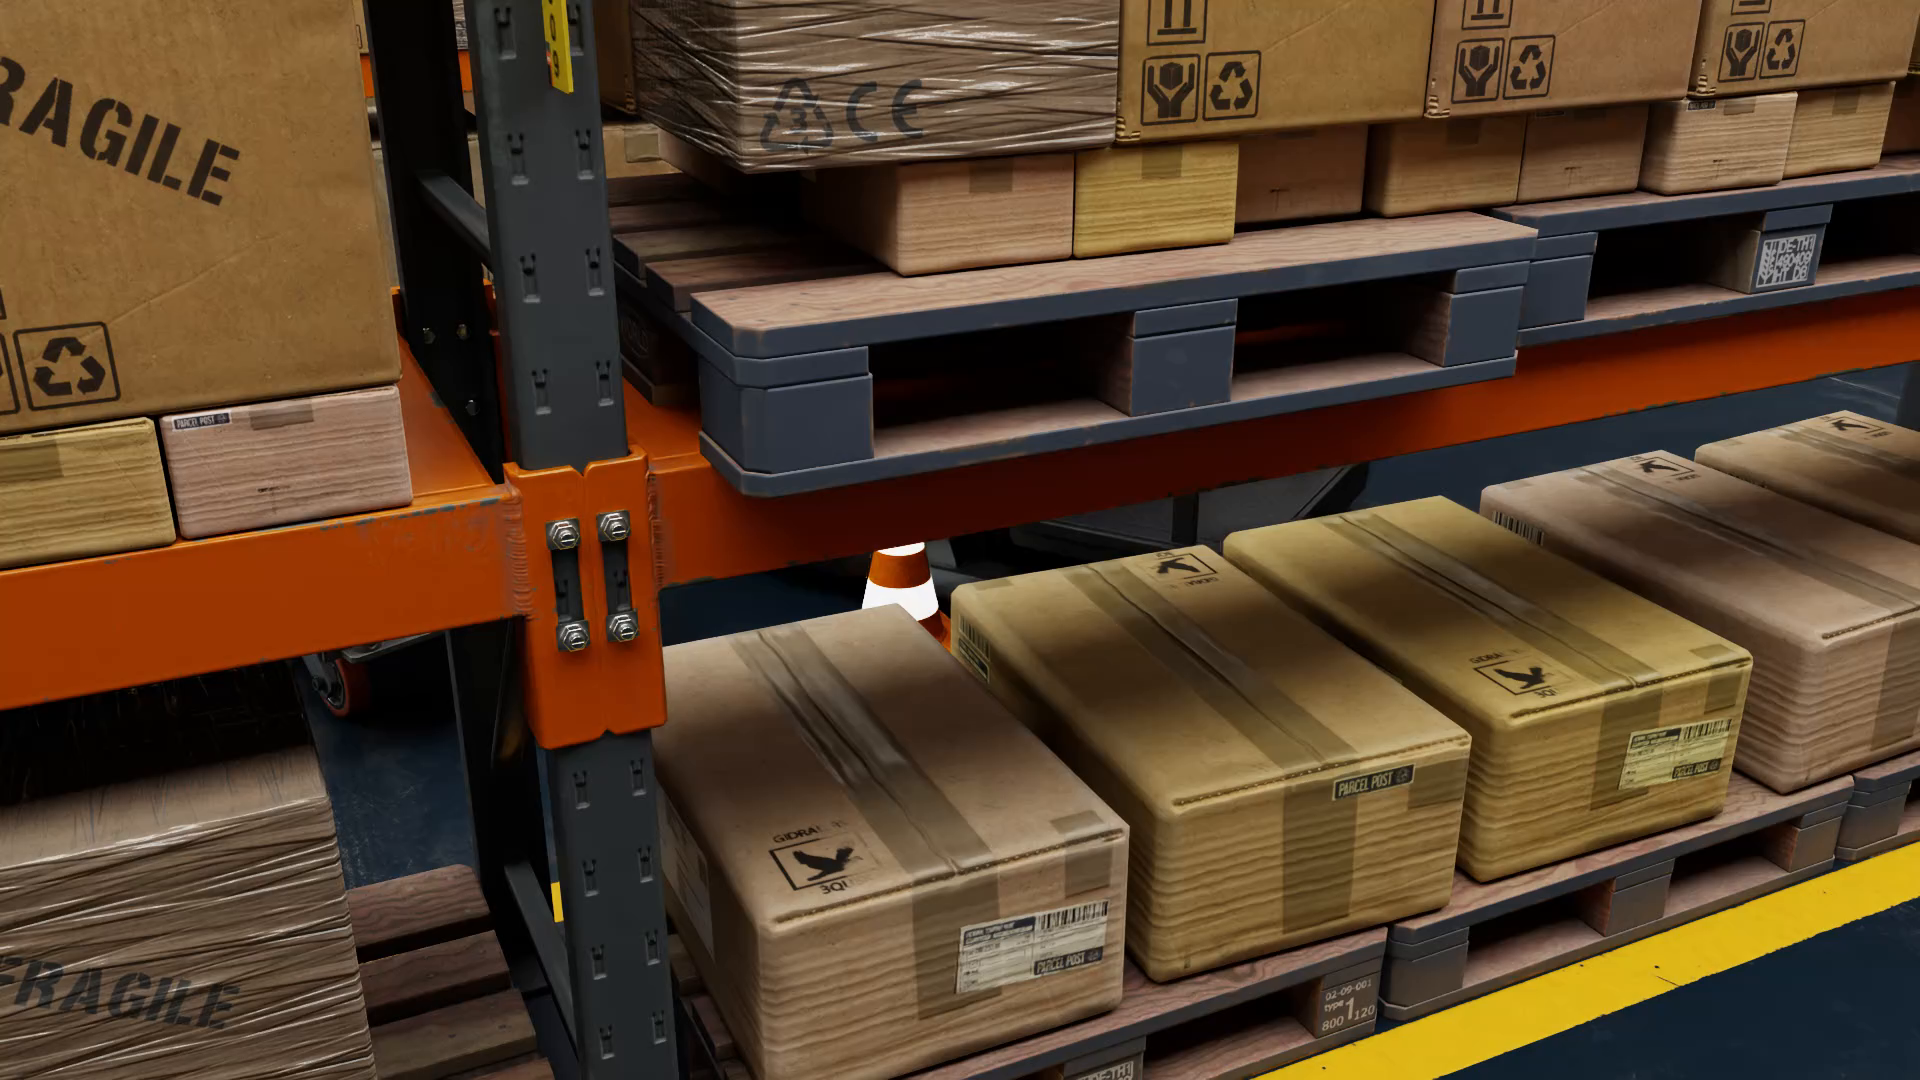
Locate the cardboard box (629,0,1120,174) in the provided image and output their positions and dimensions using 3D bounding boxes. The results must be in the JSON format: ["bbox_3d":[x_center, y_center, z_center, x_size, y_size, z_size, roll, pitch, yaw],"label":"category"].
[{"bbox_3d":[-0.129,-0.782,2.150,0.500,0.500,0.500,-10,24,-22],"label":"cardboard box"}]

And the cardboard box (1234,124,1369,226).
[{"bbox_3d":[0.410,-0.598,2.553,0.250,0.149,0.380,-9,24,-20],"label":"cardboard box"}]

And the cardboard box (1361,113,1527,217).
[{"bbox_3d":[0.660,-0.627,2.621,0.250,0.149,0.380,-10,25,-23],"label":"cardboard box"}]

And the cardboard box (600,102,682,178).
[{"bbox_3d":[-1.522,-1.562,7.494,0.750,0.750,1.050,-10,25,-24],"label":"cardboard box"}]

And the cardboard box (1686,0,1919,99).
[{"bbox_3d":[1.232,-1.032,2.752,0.500,0.500,0.500,-12,25,-26],"label":"cardboard box"}]

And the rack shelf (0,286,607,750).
[{"bbox_3d":[-2.478,0.238,1.693,4.000,0.370,1.077,-10,25,-24],"label":"rack shelf"}]

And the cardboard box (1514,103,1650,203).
[{"bbox_3d":[0.884,-0.667,2.719,0.250,0.149,0.380,-10,25,-23],"label":"cardboard box"}]

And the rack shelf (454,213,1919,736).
[{"bbox_3d":[1.126,-0.425,3.296,4.000,0.370,1.077,-10,25,-24],"label":"rack shelf"}]

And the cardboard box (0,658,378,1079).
[{"bbox_3d":[-1.092,0.495,2.198,0.500,0.500,0.500,-11,25,-24],"label":"cardboard box"}]

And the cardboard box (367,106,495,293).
[{"bbox_3d":[-2.393,-1.403,7.111,0.750,0.750,1.050,-11,25,-24],"label":"cardboard box"}]

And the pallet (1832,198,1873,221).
[{"bbox_3d":[2.333,-0.846,3.622,1.003,0.211,1.213,-10,25,-24],"label":"pallet"}]

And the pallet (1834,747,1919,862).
[{"bbox_3d":[2.224,0.328,4.181,1.213,0.211,1.003,-10,25,-24],"label":"pallet"}]

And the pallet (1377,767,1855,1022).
[{"bbox_3d":[1.126,0.529,3.696,1.213,0.211,1.003,-10,25,-24],"label":"pallet"}]

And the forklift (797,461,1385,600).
[{"bbox_3d":[0.585,-1.230,4.390,3.031,2.935,1.130,12,25,27],"label":"forklift"}]

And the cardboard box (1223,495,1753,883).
[{"bbox_3d":[1.068,0.270,3.562,0.625,0.372,0.950,-10,24,-22],"label":"cardboard box"}]

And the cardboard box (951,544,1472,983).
[{"bbox_3d":[0.442,0.386,3.282,0.625,0.372,0.950,-9,24,-20],"label":"cardboard box"}]

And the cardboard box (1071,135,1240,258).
[{"bbox_3d":[0.188,-0.525,2.376,0.250,0.149,0.380,-10,24,-23],"label":"cardboard box"}]

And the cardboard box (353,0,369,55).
[{"bbox_3d":[-2.323,-2.156,6.405,0.500,0.500,0.500,-10,25,-23],"label":"cardboard box"}]

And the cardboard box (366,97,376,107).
[{"bbox_3d":[-3.973,-3.056,11.405,0.500,0.500,0.700,-11,25,-24],"label":"cardboard box"}]

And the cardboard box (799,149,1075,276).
[{"bbox_3d":[-0.041,-0.487,2.283,0.250,0.149,0.380,-10,25,-23],"label":"cardboard box"}]

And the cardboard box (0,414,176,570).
[{"bbox_3d":[-1.055,-0.108,1.917,0.250,0.149,0.380,-10,24,-22],"label":"cardboard box"}]

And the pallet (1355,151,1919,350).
[{"bbox_3d":[1.163,-0.658,3.169,1.213,0.211,1.003,-10,25,-24],"label":"pallet"}]

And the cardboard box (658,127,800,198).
[{"bbox_3d":[-0.332,-0.684,2.760,0.250,0.149,0.380,-10,25,-23],"label":"cardboard box"}]

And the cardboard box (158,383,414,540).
[{"bbox_3d":[-0.833,-0.151,2.022,0.250,0.149,0.380,-11,25,-24],"label":"cardboard box"}]

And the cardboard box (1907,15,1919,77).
[{"bbox_3d":[1.724,-1.122,2.970,0.500,0.500,0.500,-12,25,-27],"label":"cardboard box"}]

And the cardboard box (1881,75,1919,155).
[{"bbox_3d":[1.564,-0.817,3.082,0.250,0.149,0.380,-10,25,-23],"label":"cardboard box"}]

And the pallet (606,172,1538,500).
[{"bbox_3d":[0.076,-0.414,2.579,1.213,0.211,1.003,-10,25,-24],"label":"pallet"}]

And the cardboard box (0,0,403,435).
[{"bbox_3d":[-0.968,-0.450,1.896,0.500,0.500,0.500,-11,25,-25],"label":"cardboard box"}]

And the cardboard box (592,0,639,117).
[{"bbox_3d":[-0.359,-0.959,2.577,0.500,0.500,0.500,-11,25,-25],"label":"cardboard box"}]

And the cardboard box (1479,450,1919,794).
[{"bbox_3d":[1.754,0.146,3.861,0.625,0.372,0.950,-11,25,-25],"label":"cardboard box"}]

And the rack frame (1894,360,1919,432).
[{"bbox_3d":[2.928,-1.089,3.960,0.127,3.000,1.000,-10,25,-24],"label":"rack frame"}]

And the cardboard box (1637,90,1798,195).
[{"bbox_3d":[1.146,-0.693,2.782,0.250,0.149,0.380,-9,24,-22],"label":"cardboard box"}]

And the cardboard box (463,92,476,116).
[{"bbox_3d":[-3.469,-3.149,11.629,0.500,0.500,0.700,-13,26,-28],"label":"cardboard box"}]

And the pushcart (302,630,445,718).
[{"bbox_3d":[-1.710,0.008,4.736,1.648,0.377,0.936,20,30,40],"label":"pushcart"}]

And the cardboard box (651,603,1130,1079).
[{"bbox_3d":[-0.204,0.506,2.991,0.625,0.372,0.950,-10,25,-23],"label":"cardboard box"}]

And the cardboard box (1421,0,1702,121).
[{"bbox_3d":[0.774,-0.943,2.537,0.500,0.500,0.500,-11,25,-24],"label":"cardboard box"}]

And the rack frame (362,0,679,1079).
[{"bbox_3d":[-0.676,-0.426,2.357,0.127,3.000,1.000,-10,25,-24],"label":"rack frame"}]

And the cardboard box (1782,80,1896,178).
[{"bbox_3d":[1.373,-0.747,2.913,0.250,0.149,0.380,-11,25,-25],"label":"cardboard box"}]

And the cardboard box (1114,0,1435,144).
[{"bbox_3d":[0.322,-0.866,2.351,0.500,0.500,0.500,-10,25,-23],"label":"cardboard box"}]

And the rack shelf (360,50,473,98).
[{"bbox_3d":[-1.112,-2.114,7.376,4.000,0.370,1.077,-10,25,-24],"label":"rack shelf"}]

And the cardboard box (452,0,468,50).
[{"bbox_3d":[-1.868,-2.240,6.608,0.500,0.500,0.500,-10,25,-23],"label":"cardboard box"}]

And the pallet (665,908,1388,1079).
[{"bbox_3d":[0.025,0.733,3.203,1.213,0.211,1.003,-10,25,-24],"label":"pallet"}]

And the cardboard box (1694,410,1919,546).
[{"bbox_3d":[2.415,0.021,4.164,0.625,0.372,0.950,-12,25,-27],"label":"cardboard box"}]

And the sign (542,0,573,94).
[{"bbox_3d":[-0.434,-0.640,1.742,0.005,0.325,0.100,-10,25,-24],"label":"sign"}]

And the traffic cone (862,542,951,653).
[{"bbox_3d":[-0.166,0.058,4.504,0.334,0.463,0.336,-10,25,-24],"label":"traffic cone"}]

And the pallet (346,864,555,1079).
[{"bbox_3d":[-1.266,0.986,2.592,1.213,0.211,1.003,-10,25,-24],"label":"pallet"}]
